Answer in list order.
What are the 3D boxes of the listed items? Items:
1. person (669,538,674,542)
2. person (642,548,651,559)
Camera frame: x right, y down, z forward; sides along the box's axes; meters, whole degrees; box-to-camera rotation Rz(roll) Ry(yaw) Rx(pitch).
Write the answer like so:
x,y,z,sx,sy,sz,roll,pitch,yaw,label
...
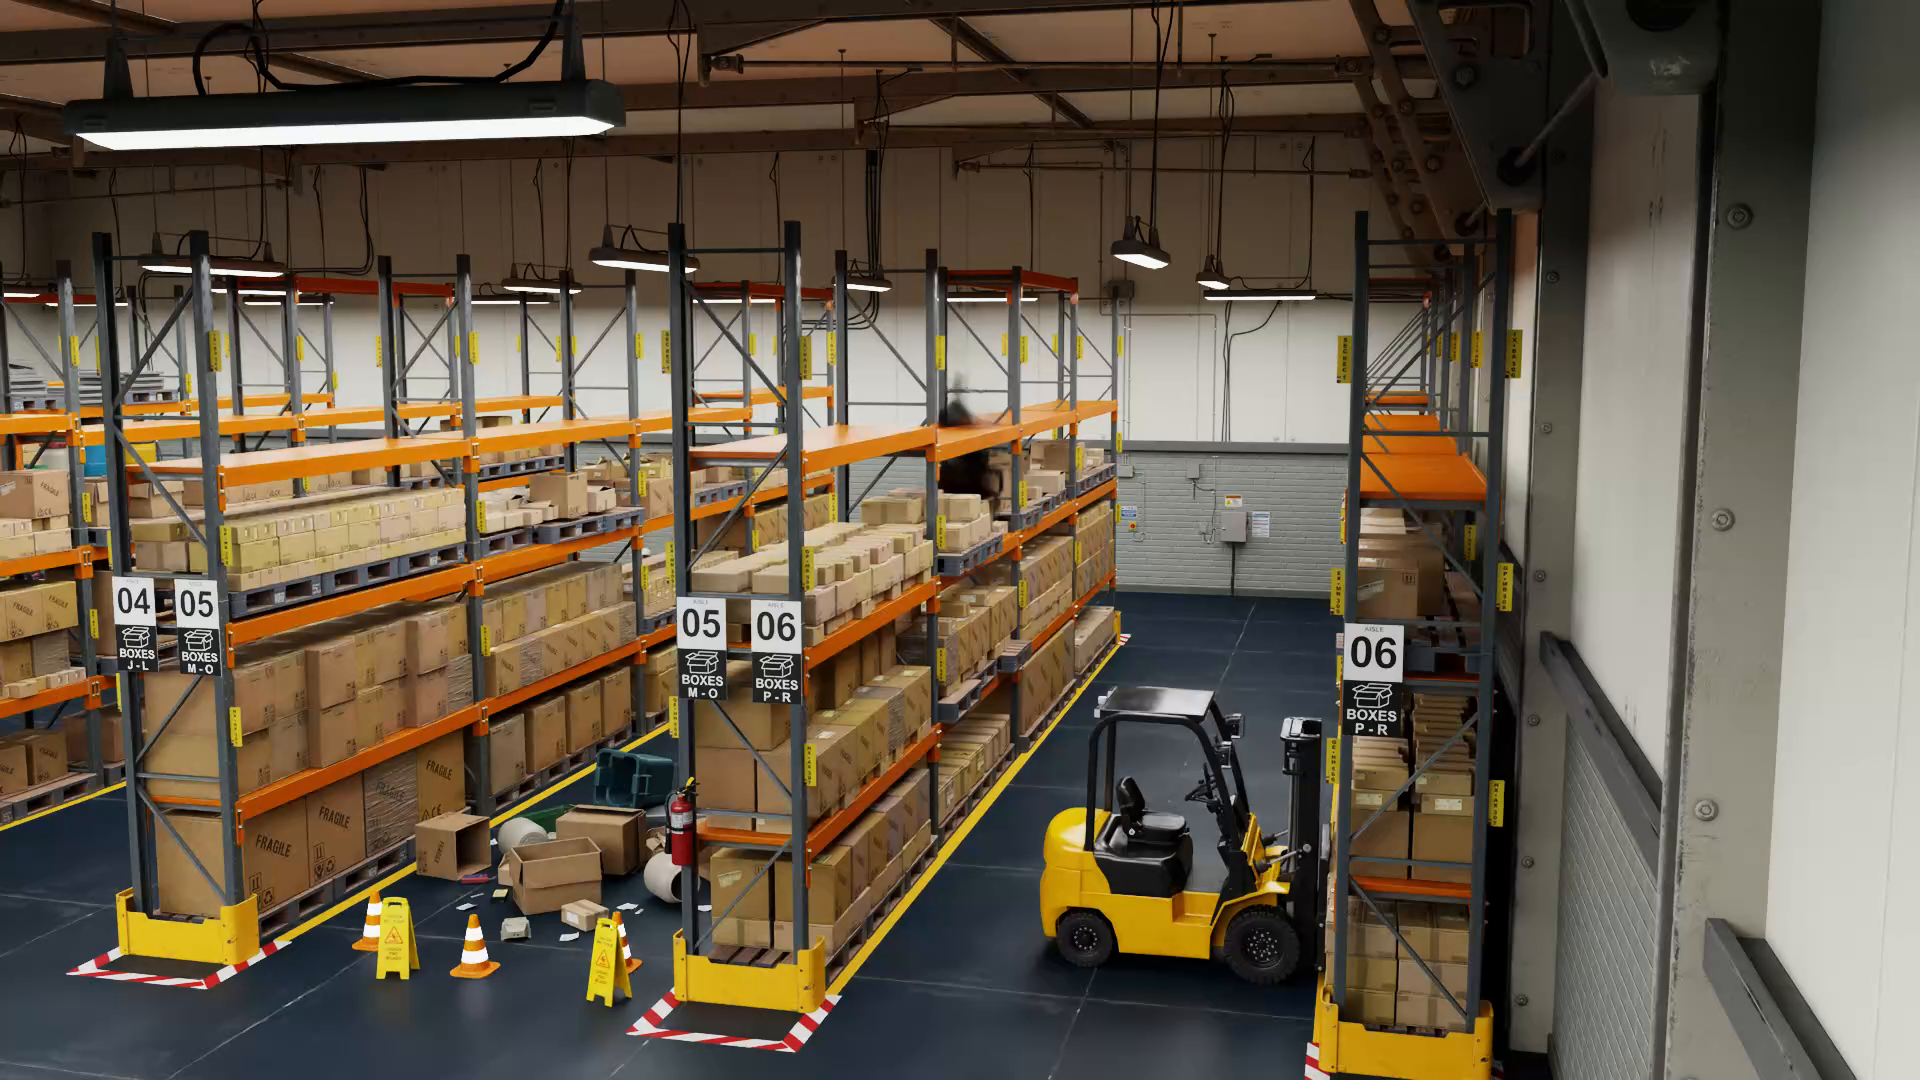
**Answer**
x,y,z,sx,sy,sz,roll,pitch,yaw,label
-4.854,0.857,28.178,0.680,1.779,0.669,1,7,12,person
-5.058,0.996,27.047,0.713,1.765,0.866,3,7,21,person
